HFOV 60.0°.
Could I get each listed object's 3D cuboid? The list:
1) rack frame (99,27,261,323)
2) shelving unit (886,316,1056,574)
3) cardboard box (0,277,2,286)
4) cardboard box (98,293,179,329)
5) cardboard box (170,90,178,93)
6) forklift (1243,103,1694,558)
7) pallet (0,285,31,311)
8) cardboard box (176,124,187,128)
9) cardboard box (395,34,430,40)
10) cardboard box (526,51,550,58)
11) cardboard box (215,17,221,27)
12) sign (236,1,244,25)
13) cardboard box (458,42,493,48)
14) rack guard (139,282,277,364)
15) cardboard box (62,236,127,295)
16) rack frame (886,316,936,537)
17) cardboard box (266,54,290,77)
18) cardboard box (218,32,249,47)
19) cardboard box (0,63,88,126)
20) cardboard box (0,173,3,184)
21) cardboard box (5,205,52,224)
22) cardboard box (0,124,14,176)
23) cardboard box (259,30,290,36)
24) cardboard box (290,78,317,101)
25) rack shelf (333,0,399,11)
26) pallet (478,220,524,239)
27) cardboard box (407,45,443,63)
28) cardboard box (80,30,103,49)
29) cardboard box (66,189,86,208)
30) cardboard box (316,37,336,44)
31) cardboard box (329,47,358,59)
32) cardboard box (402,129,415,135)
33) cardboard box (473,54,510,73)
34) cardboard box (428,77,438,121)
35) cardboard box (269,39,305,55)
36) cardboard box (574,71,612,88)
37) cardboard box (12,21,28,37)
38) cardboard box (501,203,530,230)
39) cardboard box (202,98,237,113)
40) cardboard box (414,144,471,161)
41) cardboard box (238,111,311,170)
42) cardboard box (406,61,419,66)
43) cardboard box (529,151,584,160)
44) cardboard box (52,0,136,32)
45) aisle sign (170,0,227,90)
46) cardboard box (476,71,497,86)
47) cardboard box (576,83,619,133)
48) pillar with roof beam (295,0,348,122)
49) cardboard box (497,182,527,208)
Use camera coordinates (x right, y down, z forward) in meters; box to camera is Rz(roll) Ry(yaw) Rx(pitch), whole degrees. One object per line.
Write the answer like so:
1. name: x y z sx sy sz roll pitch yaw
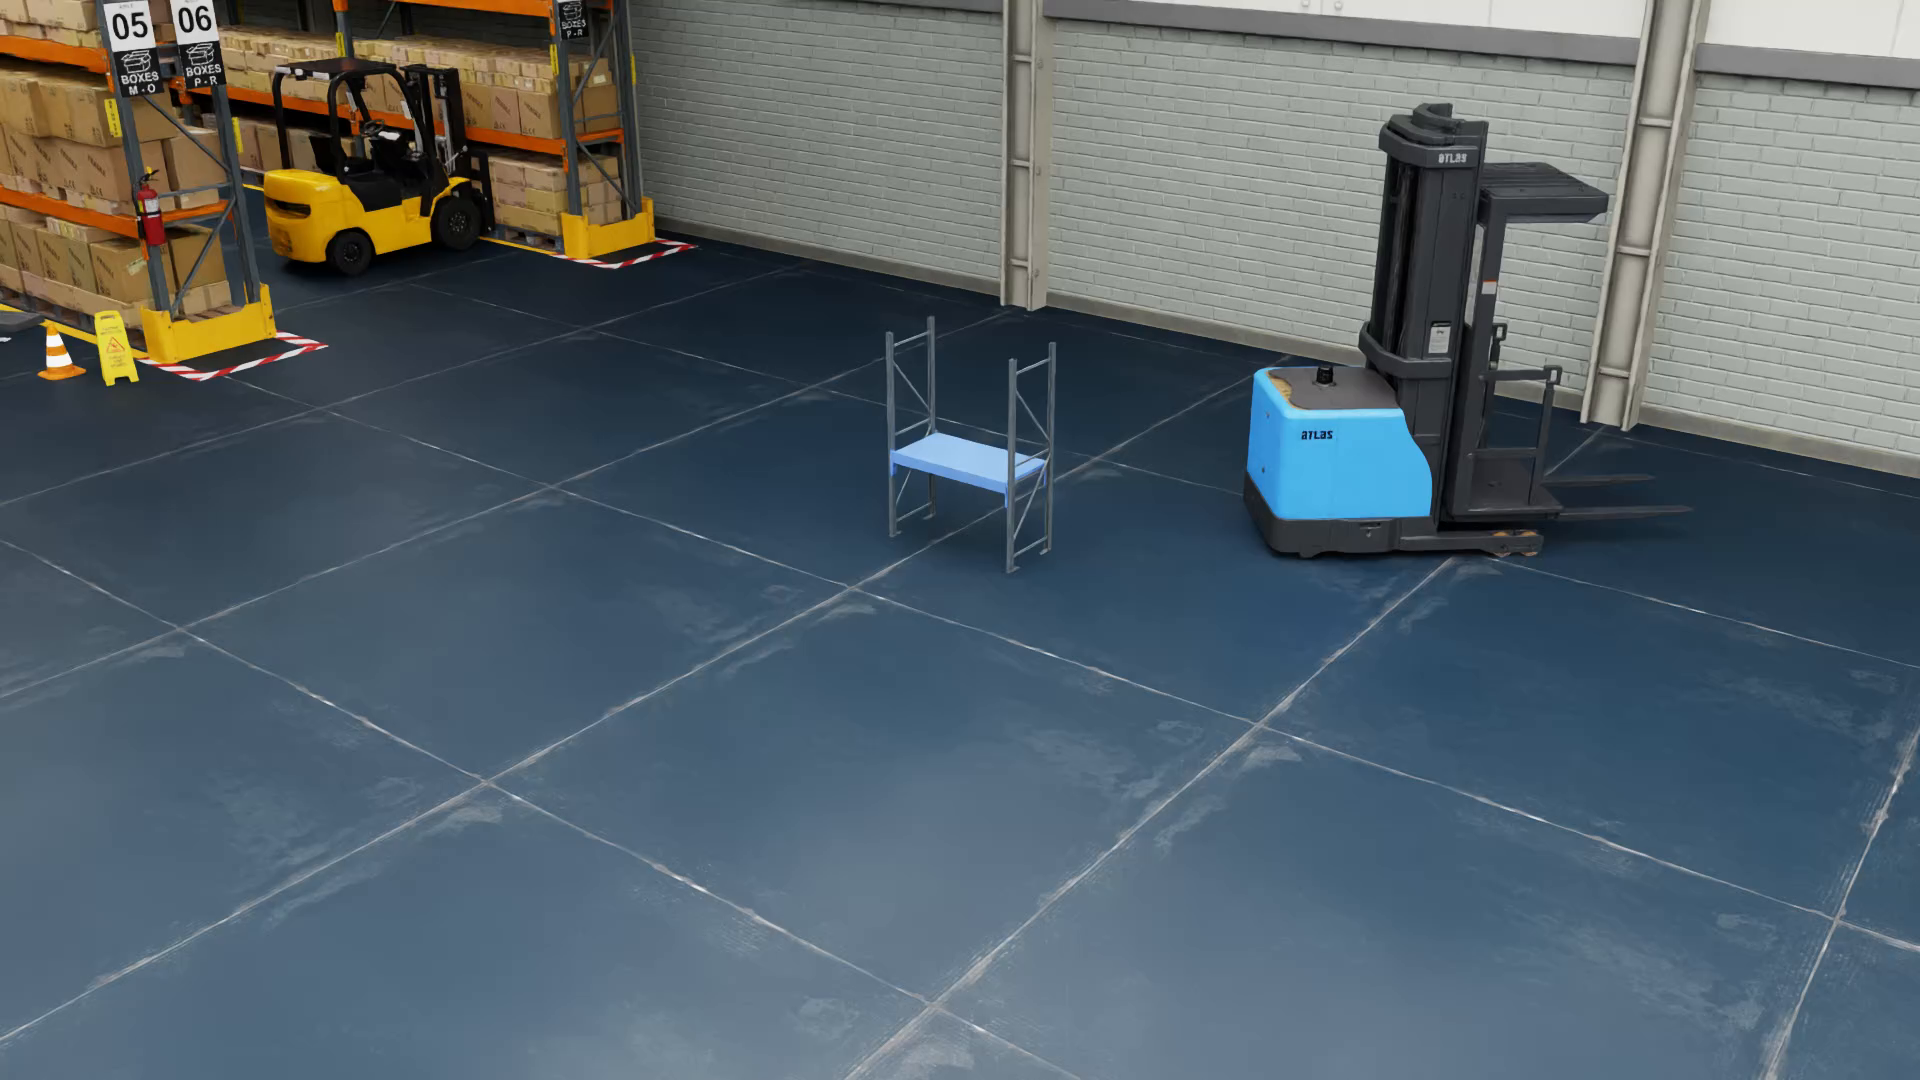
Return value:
1. rack frame: -7.094 -3.208 15.311 0.127 3.000 1.000 17 29 33
2. shelving unit: 0.068 -0.666 11.401 1.048 1.500 0.538 17 29 33
3. cardboard box: -9.985 -2.880 17.455 0.500 0.250 0.500 15 28 31
4. cardboard box: -7.921 -2.256 16.041 0.500 0.250 0.500 17 29 33
5. cardboard box: -11.819 -6.612 24.812 0.250 0.149 0.380 17 29 34
6. forklift: 3.623 -1.438 11.379 3.031 2.935 1.130 -2 24 -3
7. pallet: -9.736 -2.748 17.726 1.213 0.211 1.003 17 29 33
8. cardboard box: -7.723 -3.718 15.976 0.500 0.500 0.500 18 29 35
9. cardboard box: -6.884 -6.277 20.978 0.250 0.149 0.380 17 29 33
10. cardboard box: -4.859 -5.637 19.527 0.250 0.149 0.380 17 29 34
11. cardboard box: -10.840 -7.158 23.631 0.500 0.500 0.500 18 30 36
12. sign: -10.191 -7.455 23.513 0.005 0.325 0.100 17 29 33
13. cardboard box: -5.879 -5.957 20.252 0.250 0.149 0.380 16 29 33
14. rack guard: -7.155 -2.083 15.857 0.348 0.500 1.175 17 29 33
15. cardboard box: -8.311 -2.720 16.162 0.500 0.500 0.500 18 30 35
16. rack frame: -0.339 -0.789 11.680 0.032 1.500 0.500 17 29 33
17. cardboard box: -8.689 -6.222 21.717 0.500 0.250 0.500 17 29 34
18. cardboard box: -9.791 -6.738 22.395 0.250 0.149 0.380 17 29 34
19. cardboard box: -8.820 -4.281 16.013 0.500 0.500 0.700 17 29 33
20. cardboard box: -9.362 -3.657 16.640 0.250 0.149 0.380 17 29 33
21. cardboard box: -9.291 -3.282 16.634 0.250 0.149 0.380 19 30 36
22. cardboard box: -9.300 -3.921 16.437 0.500 0.500 0.500 17 29 33
23. cardboard box: -9.292 -6.840 22.625 0.250 0.149 0.380 17 29 33
24. cardboard box: -8.287 -5.866 21.530 0.500 0.250 0.500 17 29 33
25. rack shelf: -8.921 -7.305 21.781 4.000 0.370 1.077 17 29 33
26. pallet: -5.729 -4.001 20.569 1.213 0.211 1.003 17 29 33
27. cardboard box: -6.403 -5.841 19.990 0.250 0.149 0.380 16 29 32
28. cardboard box: -7.547 -4.462 14.748 0.250 0.149 0.380 17 29 34
29. cardboard box: -8.207 -3.261 15.744 0.250 0.149 0.380 17 29 34
30. cardboard box: -8.257 -6.541 21.946 0.250 0.149 0.380 17 29 33
31. cardboard box: -7.727 -6.131 21.017 0.250 0.149 0.380 18 29 35
32. cardboard box: -6.811 -5.113 21.283 0.500 0.250 0.500 17 29 34
33. cardboard box: -5.404 -5.523 19.268 0.250 0.149 0.380 18 29 35
34. cardboard box: -6.290 -5.389 20.137 0.500 0.500 0.500 16 29 33
35. cardboard box: -8.768 -6.431 21.697 0.250 0.149 0.380 17 29 34
36. cardboard box: -4.236 -5.319 19.173 0.250 0.149 0.380 16 28 32
37. cardboard box: -8.555 -4.781 15.471 0.250 0.149 0.380 16 28 32
38. cardboard box: -5.078 -3.879 19.724 0.500 0.250 0.500 17 29 33
39. cardboard box: -10.752 -6.317 24.141 0.250 0.149 0.380 19 30 36
40. cardboard box: -6.314 -4.707 20.363 0.500 0.250 0.500 18 29 35
41. cardboard box: -9.503 -5.540 23.027 0.625 0.625 0.875 18 29 35
42. cardboard box: -6.428 -5.695 20.026 0.250 0.149 0.380 16 29 33
43. cardboard box: -4.793 -4.499 19.890 0.500 0.250 0.500 17 29 33
44. cardboard box: -7.665 -4.685 14.760 0.500 0.250 0.500 16 29 33
45. aisle sign: -6.859 -4.483 14.980 0.004 0.787 0.394 17 29 33
46. cardboard box: -5.392 -5.394 19.344 0.250 0.149 0.380 16 28 32
47. cardboard box: -4.350 -5.066 19.403 0.500 0.500 0.500 18 29 35
48. pillar with roof beam: -11.520 -8.077 18.921 0.400 9.000 9.100 17 29 33
49. cardboard box: -5.092 -4.115 19.638 0.500 0.250 0.500 16 29 33
